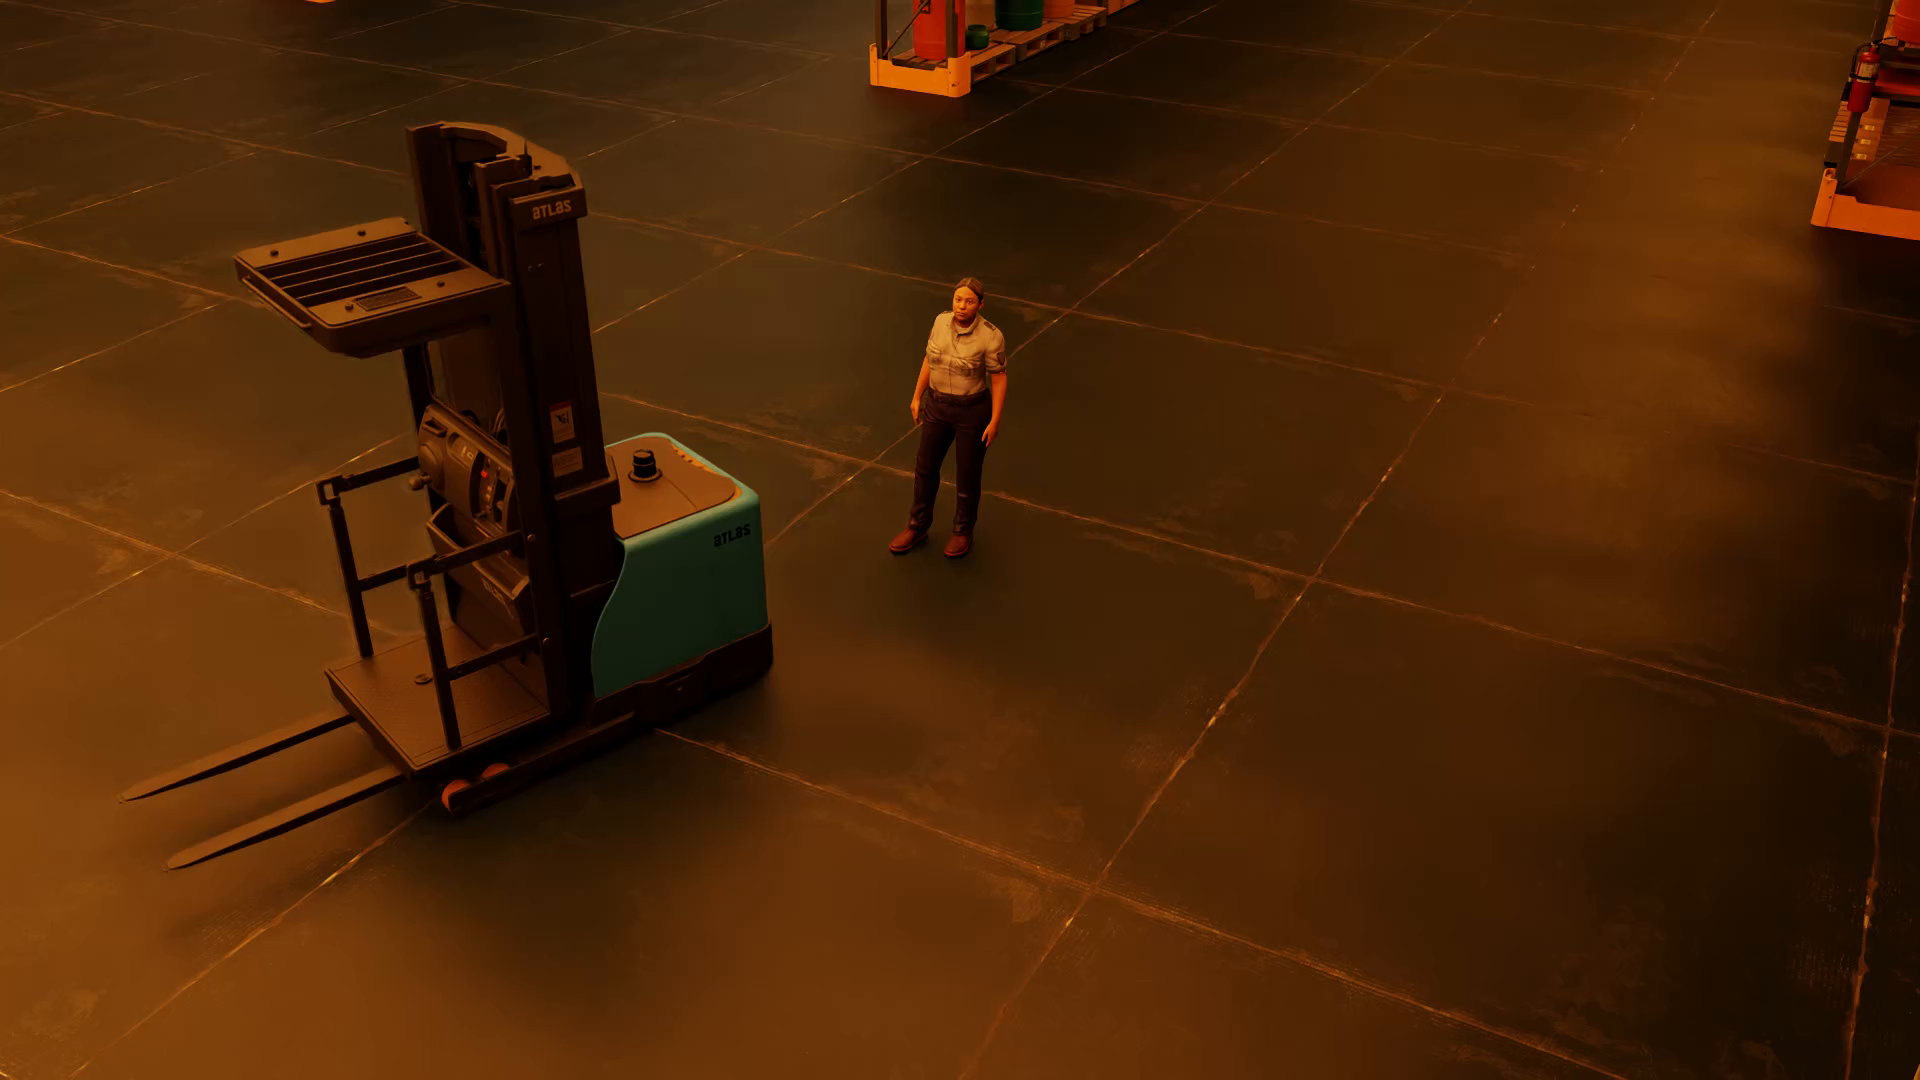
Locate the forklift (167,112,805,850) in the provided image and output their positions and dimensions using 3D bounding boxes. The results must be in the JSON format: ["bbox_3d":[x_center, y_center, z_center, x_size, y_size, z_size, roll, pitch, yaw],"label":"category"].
[{"bbox_3d":[-2.283,-0.345,7.668,3.031,2.935,1.130,-23,37,-34],"label":"forklift"}]

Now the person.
[{"bbox_3d":[-0.063,-0.687,9.529,0.599,1.651,0.504,15,33,25],"label":"person"}]
